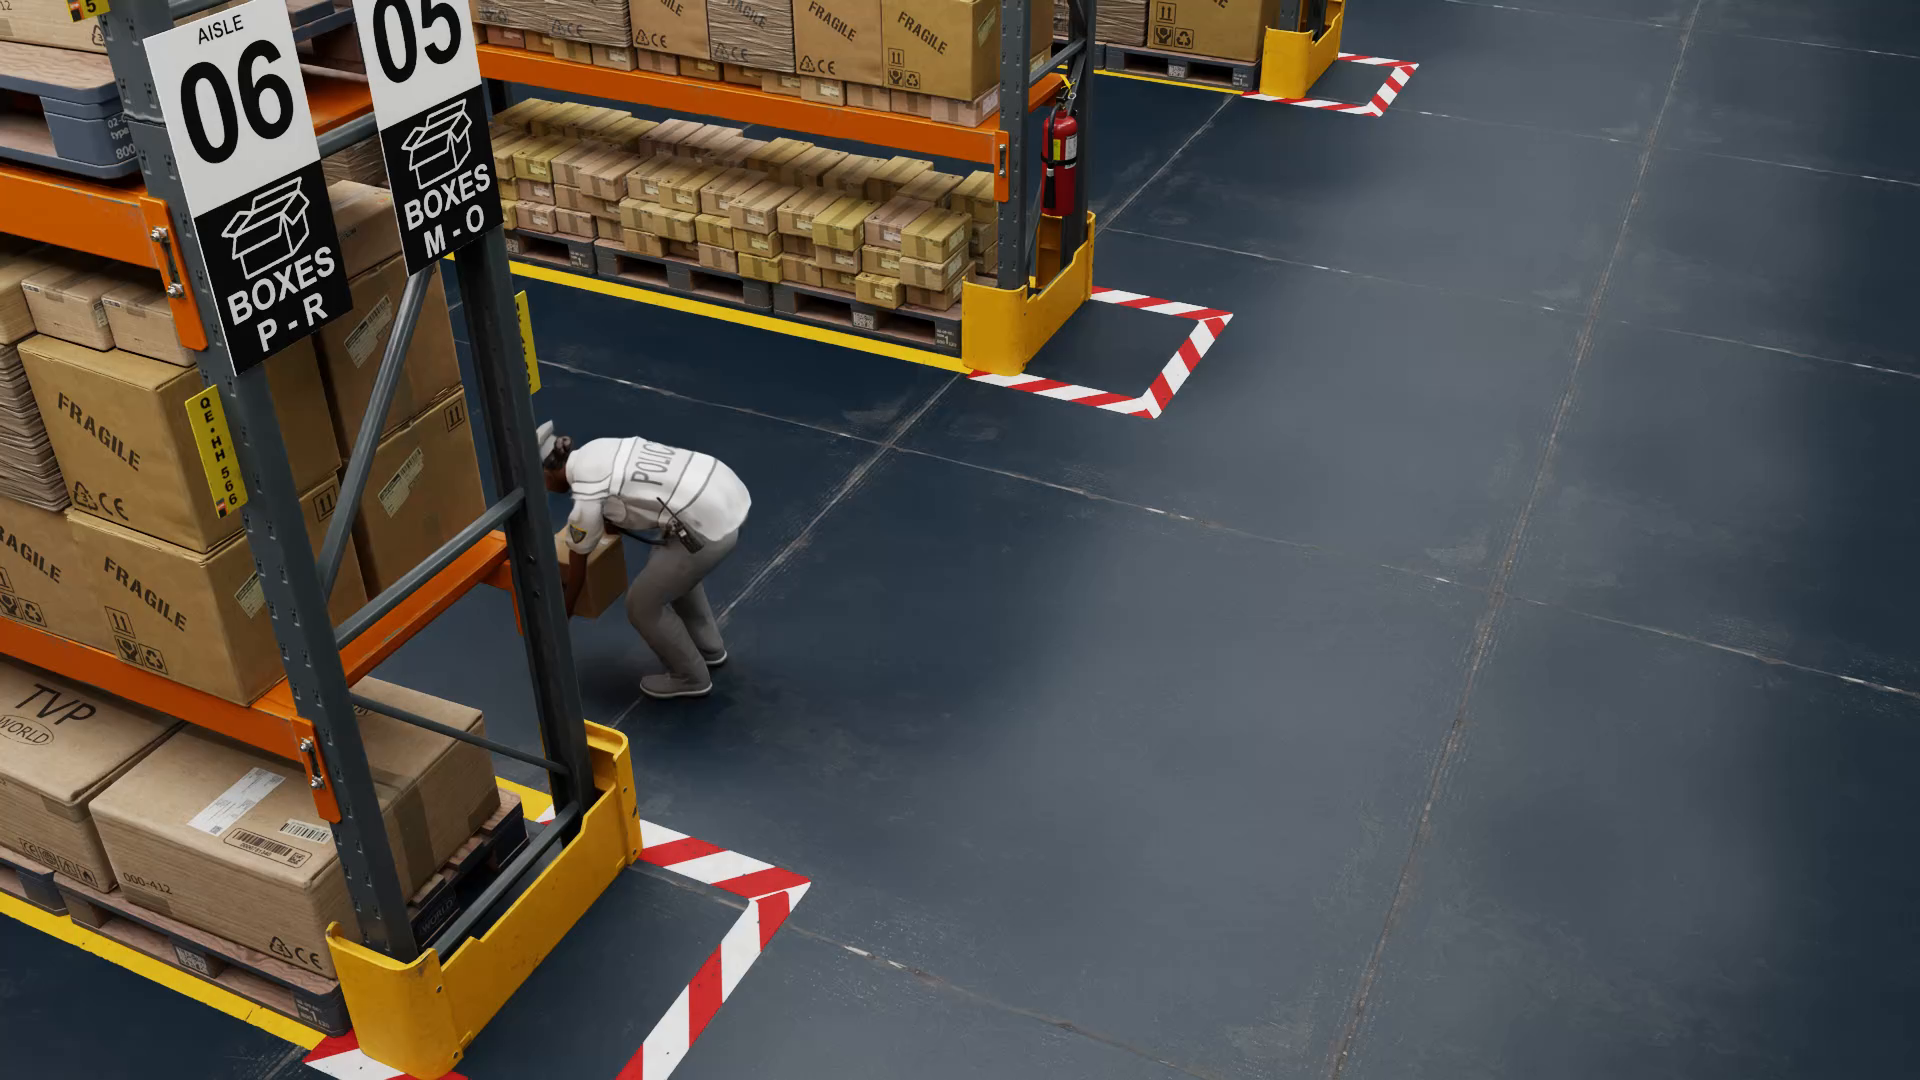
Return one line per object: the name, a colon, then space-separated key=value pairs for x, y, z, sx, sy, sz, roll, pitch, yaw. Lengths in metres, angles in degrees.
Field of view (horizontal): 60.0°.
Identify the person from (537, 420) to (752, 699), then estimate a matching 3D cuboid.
person: x=-1.266 y=0.070 z=6.507 sx=0.926 sy=1.145 sz=0.430 roll=4 pitch=34 yaw=6
